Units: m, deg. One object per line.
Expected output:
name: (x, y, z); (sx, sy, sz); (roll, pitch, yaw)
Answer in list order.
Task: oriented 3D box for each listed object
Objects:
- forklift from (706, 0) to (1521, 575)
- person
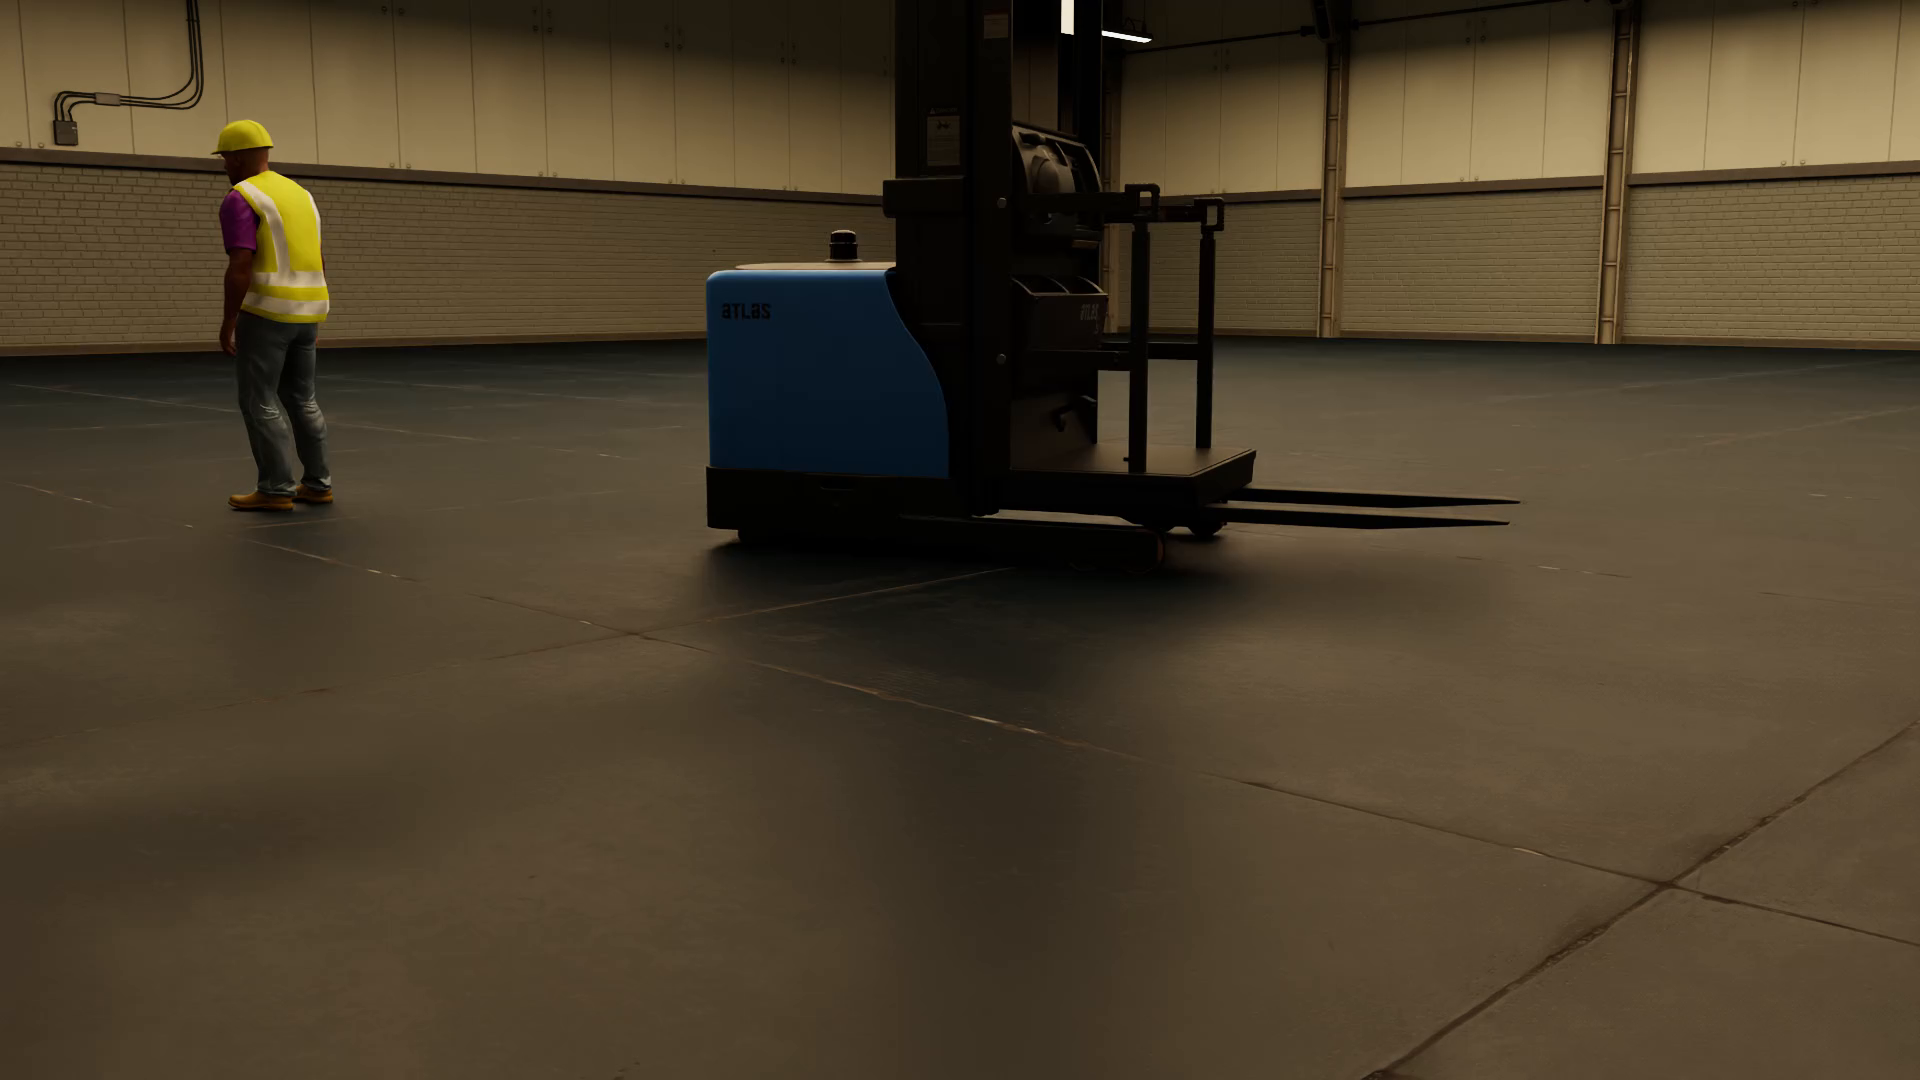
forklift: (0.565, -1.416, 6.275); (3.031, 2.935, 1.130); (3, 9, 22)
person: (-3.160, -1.025, 7.630); (0.462, 1.759, 0.632); (3, 9, 17)
